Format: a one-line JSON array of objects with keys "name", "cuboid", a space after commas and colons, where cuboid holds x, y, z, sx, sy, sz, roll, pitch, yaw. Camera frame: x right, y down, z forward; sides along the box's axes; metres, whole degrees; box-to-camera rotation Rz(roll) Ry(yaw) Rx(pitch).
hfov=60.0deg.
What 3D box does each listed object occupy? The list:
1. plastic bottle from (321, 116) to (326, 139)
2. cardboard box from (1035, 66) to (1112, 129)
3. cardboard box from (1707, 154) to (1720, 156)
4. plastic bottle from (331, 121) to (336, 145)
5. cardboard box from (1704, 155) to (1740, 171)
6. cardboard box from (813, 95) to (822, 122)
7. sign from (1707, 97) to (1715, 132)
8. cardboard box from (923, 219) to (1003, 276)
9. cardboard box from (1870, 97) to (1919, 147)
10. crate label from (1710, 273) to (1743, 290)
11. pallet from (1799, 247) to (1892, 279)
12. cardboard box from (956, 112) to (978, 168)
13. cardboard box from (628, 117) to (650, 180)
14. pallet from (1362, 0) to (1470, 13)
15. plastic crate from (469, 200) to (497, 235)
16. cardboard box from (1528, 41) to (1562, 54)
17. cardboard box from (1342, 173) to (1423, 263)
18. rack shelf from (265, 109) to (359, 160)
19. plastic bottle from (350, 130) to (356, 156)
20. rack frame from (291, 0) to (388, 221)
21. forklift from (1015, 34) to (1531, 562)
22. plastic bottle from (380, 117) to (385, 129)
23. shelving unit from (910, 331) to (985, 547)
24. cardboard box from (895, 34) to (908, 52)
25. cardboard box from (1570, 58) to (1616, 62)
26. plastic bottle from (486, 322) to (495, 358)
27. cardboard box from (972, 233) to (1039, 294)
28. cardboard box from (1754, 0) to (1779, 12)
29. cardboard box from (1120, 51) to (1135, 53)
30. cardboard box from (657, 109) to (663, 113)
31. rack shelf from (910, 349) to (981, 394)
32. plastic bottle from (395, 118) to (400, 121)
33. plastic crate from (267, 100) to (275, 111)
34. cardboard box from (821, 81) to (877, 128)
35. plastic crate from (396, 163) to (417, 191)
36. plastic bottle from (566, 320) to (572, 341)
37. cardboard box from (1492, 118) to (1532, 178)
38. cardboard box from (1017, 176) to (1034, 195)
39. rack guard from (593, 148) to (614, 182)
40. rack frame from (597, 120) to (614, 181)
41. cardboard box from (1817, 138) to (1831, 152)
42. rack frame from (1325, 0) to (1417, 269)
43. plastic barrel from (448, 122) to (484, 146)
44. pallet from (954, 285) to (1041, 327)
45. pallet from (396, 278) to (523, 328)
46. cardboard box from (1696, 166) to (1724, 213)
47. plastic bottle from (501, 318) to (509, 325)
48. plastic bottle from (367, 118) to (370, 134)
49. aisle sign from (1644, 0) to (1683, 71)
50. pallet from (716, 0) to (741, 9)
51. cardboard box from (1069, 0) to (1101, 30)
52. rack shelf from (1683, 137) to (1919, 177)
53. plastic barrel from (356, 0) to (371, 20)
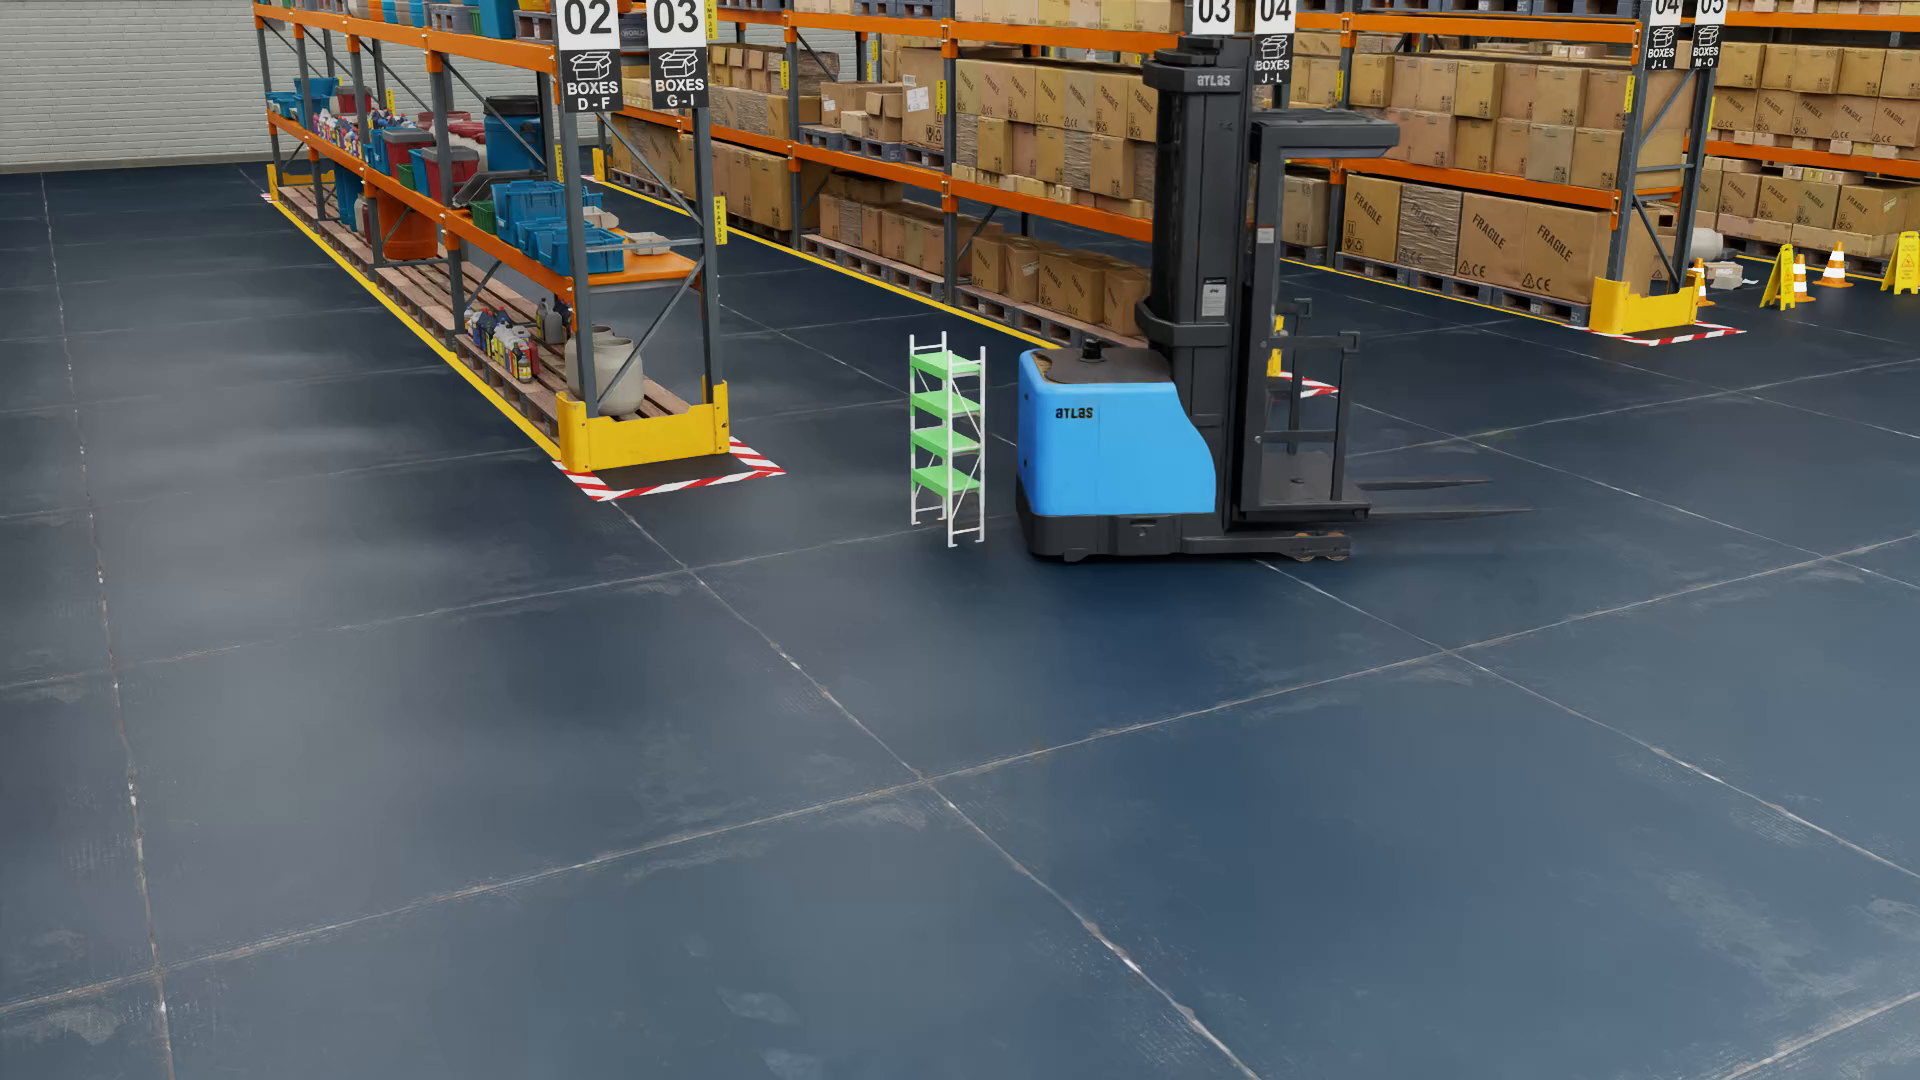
[{"name": "plastic bottle", "cuboid": [-7.764, -5.047, 20.358, 0.097, 0.271, 0.097, 0, 19, 0]}, {"name": "cardboard box", "cuboid": [1.017, -3.977, 14.915, 0.500, 0.500, 0.500, -10, 21, -27]}, {"name": "cardboard box", "cuboid": [12.094, -6.075, 26.135, 0.875, 0.625, 0.625, -9, 21, -25]}, {"name": "plastic bottle", "cuboid": [-7.388, -4.820, 19.699, 0.097, 0.271, 0.097, 0, 19, 0]}, {"name": "cardboard box", "cuboid": [9.321, -4.605, 20.305, 0.380, 0.149, 0.250, -9, 21, -25]}, {"name": "cardboard box", "cuboid": [-1.586, -5.291, 20.712, 0.500, 0.500, 0.500, -9, 21, -25]}, {"name": "sign", "cuboid": [7.108, -4.035, 15.779, 0.100, 0.325, 0.005, -10, 21, -27]}, {"name": "cardboard box", "cuboid": [0.032, -3.119, 17.730, 0.700, 0.500, 0.500, -12, 22, -31]}, {"name": "cardboard box", "cuboid": [10.425, -4.601, 18.258, 0.500, 0.500, 0.500, -10, 22, -28]}, {"name": "crate label", "cuboid": [8.343, -2.817, 18.085, 0.298, 0.136, 0.250, 11, 22, 30]}, {"name": "pallet", "cuboid": [10.535, -3.242, 19.205, 1.003, 0.211, 1.213, -10, 21, -27]}, {"name": "cardboard box", "cuboid": [0.464, -3.963, 16.407, 0.875, 0.500, 0.500, -10, 21, -27]}, {"name": "cardboard box", "cuboid": [-4.587, -6.120, 25.882, 0.875, 0.875, 0.875, -10, 21, -27]}, {"name": "pallet", "cuboid": [5.097, -5.792, 17.856, 1.003, 0.211, 1.213, -10, 21, -27]}, {"name": "plastic crate", "cuboid": [-3.658, -2.613, 13.429, 0.450, 0.188, 0.662, -10, 21, -27]}, {"name": "cardboard box", "cuboid": [8.152, -6.864, 23.177, 0.380, 0.149, 0.250, -11, 22, -29]}, {"name": "cardboard box", "cuboid": [4.955, -3.655, 18.740, 0.875, 0.875, 0.875, -10, 21, -26]}, {"name": "rack shelf", "cuboid": [-8.803, -5.677, 23.087, 1.077, 0.370, 4.000, -10, 21, -27]}, {"name": "plastic bottle", "cuboid": [-6.762, -4.442, 18.603, 0.097, 0.271, 0.097, 0, 19, 0]}, {"name": "rack frame", "cuboid": [-7.853, -5.443, 21.306, 1.000, 3.000, 0.127, -10, 21, -27]}, {"name": "forklift", "cuboid": [1.892, -1.430, 9.781, 3.031, 2.935, 1.130, -1, 19, -4]}, {"name": "plastic bottle", "cuboid": [-7.006, -5.006, 20.237, 0.097, 0.271, 0.097, 0, 19, 0]}, {"name": "shelving unit", "cuboid": [-0.079, -0.615, 10.073, 0.258, 1.200, 0.503, -10, 21, -27]}, {"name": "cardboard box", "cuboid": [-0.756, -8.444, 27.862, 0.500, 0.500, 0.500, -9, 21, -25]}, {"name": "cardboard box", "cuboid": [8.368, -6.074, 21.882, 0.500, 0.500, 0.500, -10, 21, -26]}, {"name": "plastic bottle", "cuboid": [-3.905, -1.666, 13.851, 0.061, 0.283, 0.133, -9, 21, -24]}, {"name": "cardboard box", "cuboid": [0.459, -2.809, 16.862, 0.500, 0.500, 0.500, -11, 22, -28]}, {"name": "cardboard box", "cuboid": [9.493, -6.236, 19.393, 0.380, 0.149, 0.250, -10, 22, -28]}, {"name": "cardboard box", "cuboid": [3.305, -9.231, 30.599, 0.500, 0.500, 0.500, -11, 22, -28]}, {"name": "cardboard box", "cuboid": [-4.172, -6.276, 24.105, 0.380, 0.149, 0.250, -10, 22, -28]}, {"name": "rack shelf", "cuboid": [-0.079, -1.008, 9.938, 0.258, 0.148, 0.480, -10, 21, -27]}, {"name": "plastic bottle", "cuboid": [-6.795, -4.966, 20.115, 0.152, 0.276, 0.135, -10, 21, -27]}, {"name": "plastic crate", "cuboid": [-9.846, -6.268, 24.010, 0.250, 0.136, 0.298, -10, 21, -27]}, {"name": "cardboard box", "cuboid": [-1.303, -5.159, 19.686, 0.500, 0.500, 0.500, -13, 23, -33]}, {"name": "plastic crate", "cuboid": [-5.130, -3.502, 16.007, 0.450, 0.188, 0.662, -10, 21, -27]}, {"name": "plastic bottle", "cuboid": [-3.270, -1.718, 14.002, 0.061, 0.283, 0.133, -10, 21, -27]}, {"name": "cardboard box", "cuboid": [5.965, -4.010, 16.923, 0.875, 0.550, 0.550, -10, 21, -27]}, {"name": "cardboard box", "cuboid": [0.757, -3.331, 15.572, 0.380, 0.149, 0.250, -10, 21, -27]}, {"name": "rack guard", "cuboid": [-5.405, -6.183, 27.285, 1.175, 0.500, 0.348, -10, 21, -27]}, {"name": "rack frame", "cuboid": [-5.394, -7.358, 26.857, 1.000, 3.000, 0.127, -10, 21, -27]}, {"name": "cardboard box", "cuboid": [10.092, -4.553, 19.111, 0.380, 0.149, 0.250, -10, 21, -26]}, {"name": "rack frame", "cuboid": [4.718, -4.653, 19.016, 1.000, 3.000, 0.127, -10, 21, -27]}, {"name": "plastic barrel", "cuboid": [-4.870, -3.854, 16.493, 0.433, 0.535, 0.433, 0, 19, 0]}, {"name": "pallet", "cuboid": [0.655, -2.408, 16.786, 1.003, 0.211, 1.213, -10, 21, -27]}, {"name": "pallet", "cuboid": [-5.045, -2.398, 16.758, 1.003, 0.211, 1.213, -10, 21, -27]}, {"name": "cardboard box", "cuboid": [9.333, -4.339, 20.528, 0.500, 0.500, 0.500, -9, 21, -24]}, {"name": "plastic bottle", "cuboid": [-3.861, -1.746, 14.100, 0.097, 0.271, 0.097, 0, 19, 0]}, {"name": "plastic bottle", "cuboid": [-7.483, -5.261, 21.084, 0.097, 0.201, 0.097, 0, 19, 0]}, {"name": "aisle sign", "cuboid": [6.387, -4.666, 15.071, 0.394, 0.787, 0.004, -10, 21, -27]}, {"name": "pallet", "cuboid": [-2.481, -6.888, 21.184, 1.003, 0.211, 1.213, -9, 21, -24]}, {"name": "cardboard box", "cuboid": [1.276, -4.503, 14.213, 0.500, 0.250, 0.500, -9, 21, -25]}, {"name": "rack shelf", "cuboid": [9.976, -4.534, 19.776, 1.077, 0.370, 4.000, -10, 21, -27]}, {"name": "plastic barrel", "cuboid": [-5.755, -5.680, 16.627, 0.600, 0.901, 0.600, 0, 19, 0]}]
